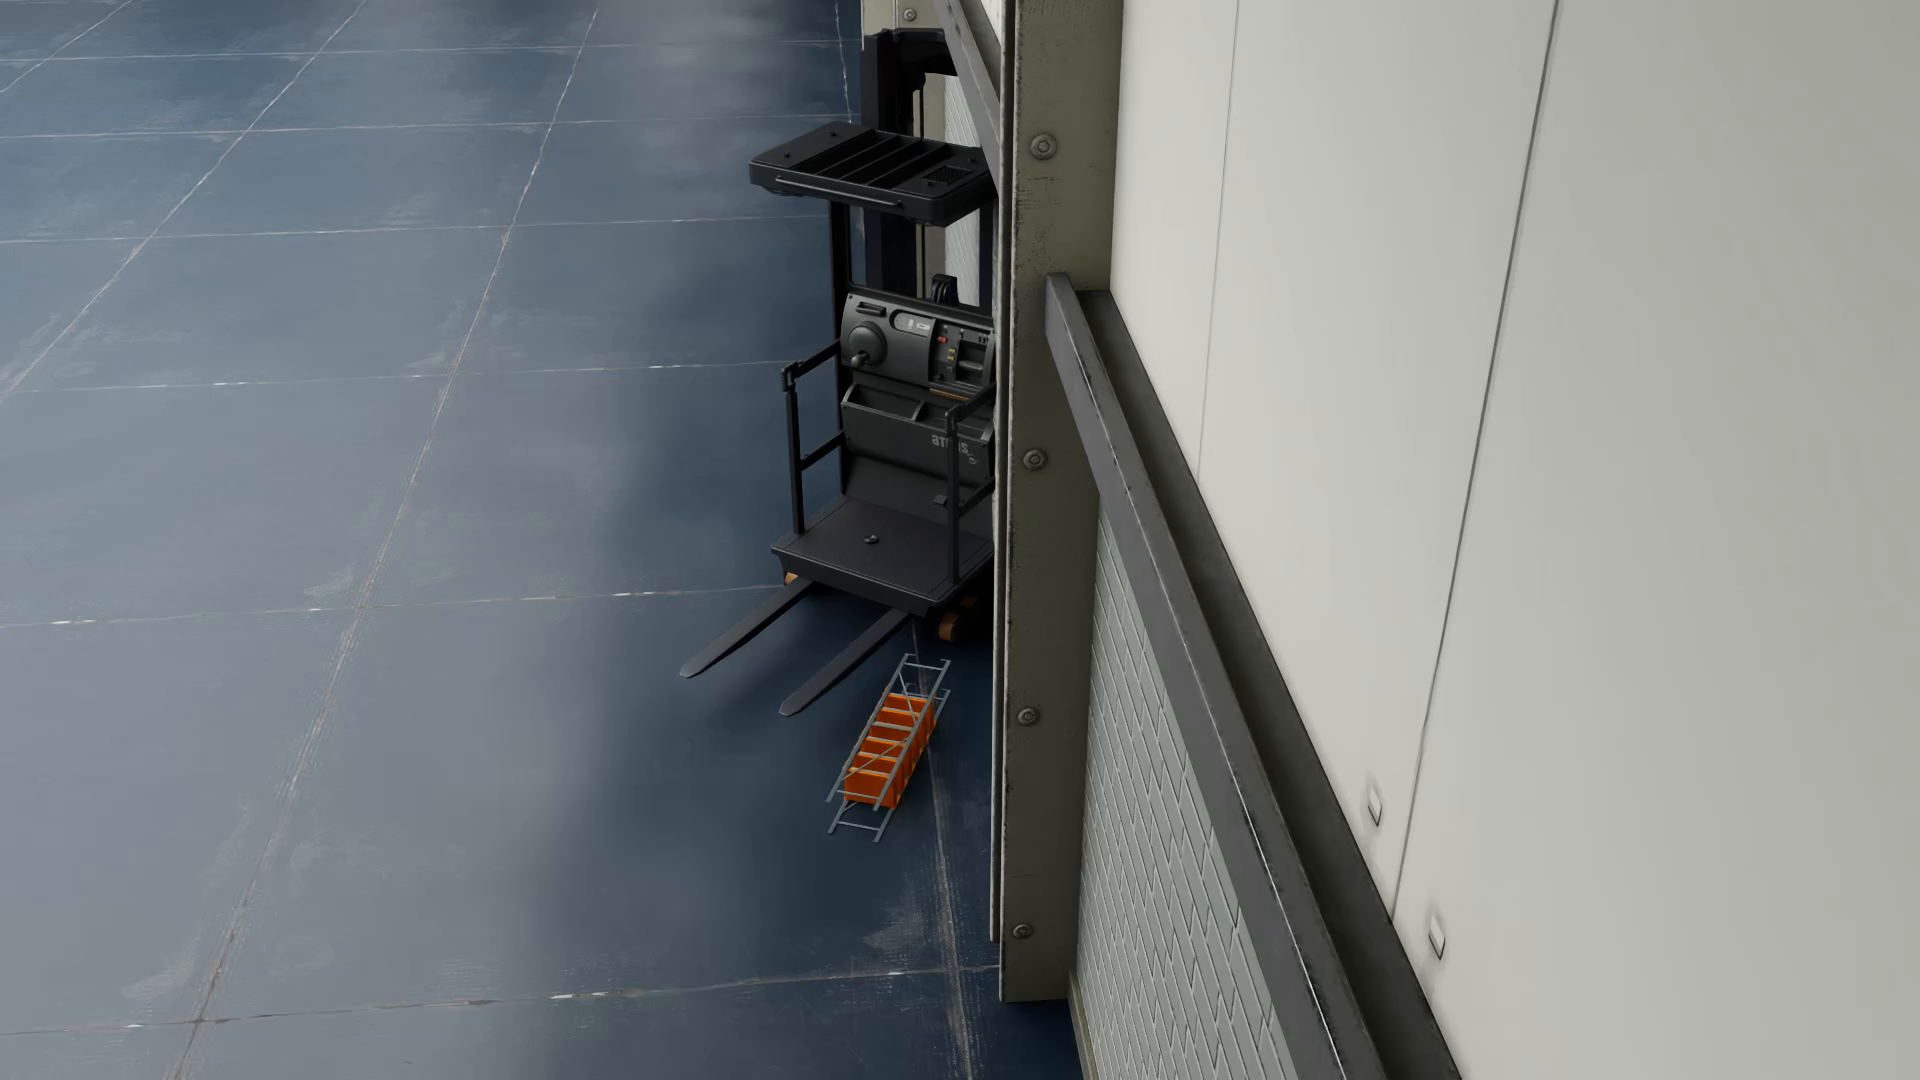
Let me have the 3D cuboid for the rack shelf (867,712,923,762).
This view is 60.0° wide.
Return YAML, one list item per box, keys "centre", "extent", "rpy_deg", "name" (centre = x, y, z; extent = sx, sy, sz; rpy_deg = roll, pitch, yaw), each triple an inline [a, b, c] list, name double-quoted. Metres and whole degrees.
- centre: [-0.310, 0.945, 7.979]
  extent: [0.258, 0.180, 0.103]
  rpy_deg: [8, 32, 13]
  name: "rack shelf"

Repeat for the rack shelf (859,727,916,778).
- centre: [-0.342, 1.005, 7.879]
  extent: [0.258, 0.180, 0.103]
  rpy_deg: [8, 32, 13]
  name: "rack shelf"

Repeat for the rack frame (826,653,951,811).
- centre: [-0.322, 0.889, 7.895]
  extent: [0.240, 0.006, 1.200]
  rpy_deg: [8, 32, 13]
  name: "rack frame"

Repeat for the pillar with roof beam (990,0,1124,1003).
- centre: [-3.989, -1.915, 4.181]
  extent: [9.100, 9.000, 0.400]
  rpy_deg: [-3, 31, -5]
  name: "pillar with roof beam"

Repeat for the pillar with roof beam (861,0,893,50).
- centre: [-5.110, -8.042, 14.438]
  extent: [9.100, 9.000, 0.400]
  rpy_deg: [-3, 31, -5]
  name: "pillar with roof beam"

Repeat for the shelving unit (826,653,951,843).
- centre: [-0.322, 0.967, 7.942]
  extent: [0.258, 0.189, 1.200]
  rpy_deg: [8, 32, 13]
  name: "shelving unit"

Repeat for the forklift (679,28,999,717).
- centre: [-0.324, -0.981, 8.535]
  extent: [1.130, 2.935, 3.031]
  rpy_deg: [17, 35, 26]
  name: "forklift"

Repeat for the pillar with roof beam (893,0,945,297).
- centre: [-4.549, -4.978, 9.309]
  extent: [9.100, 9.000, 0.400]
  rpy_deg: [-3, 31, -5]
  name: "pillar with roof beam"

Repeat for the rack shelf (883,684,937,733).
- centre: [-0.245, 0.827, 8.177]
  extent: [0.258, 0.180, 0.103]
  rpy_deg: [8, 32, 13]
  name: "rack shelf"

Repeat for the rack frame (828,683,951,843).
- centre: [-0.322, 1.046, 7.989]
  extent: [0.240, 0.006, 1.200]
  rpy_deg: [8, 32, 13]
  name: "rack frame"

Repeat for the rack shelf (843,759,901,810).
- centre: [-0.407, 1.123, 7.681]
  extent: [0.258, 0.180, 0.103]
  rpy_deg: [8, 32, 13]
  name: "rack shelf"

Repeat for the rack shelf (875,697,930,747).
- centre: [-0.278, 0.886, 8.078]
  extent: [0.258, 0.180, 0.103]
  rpy_deg: [8, 32, 13]
  name: "rack shelf"

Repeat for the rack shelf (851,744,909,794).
- centre: [-0.375, 1.064, 7.780]
  extent: [0.258, 0.180, 0.103]
  rpy_deg: [8, 32, 13]
  name: "rack shelf"
